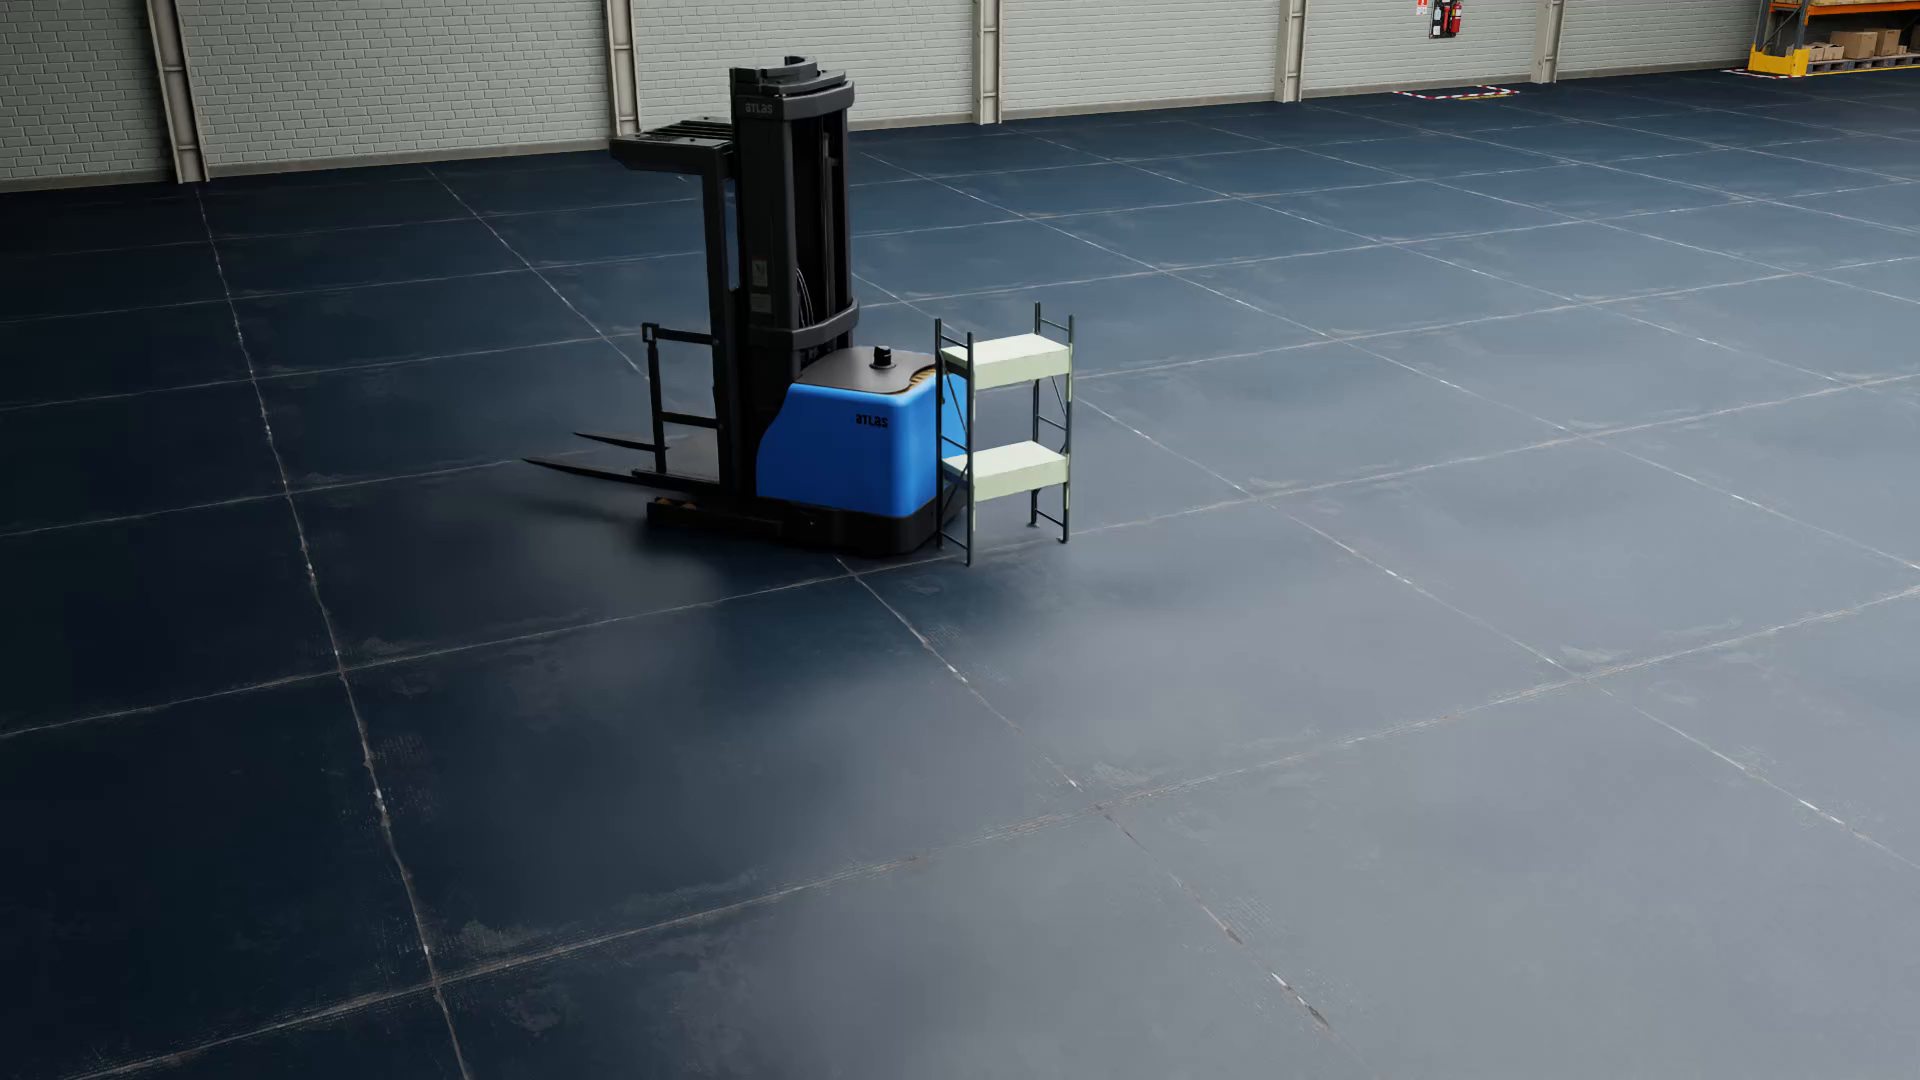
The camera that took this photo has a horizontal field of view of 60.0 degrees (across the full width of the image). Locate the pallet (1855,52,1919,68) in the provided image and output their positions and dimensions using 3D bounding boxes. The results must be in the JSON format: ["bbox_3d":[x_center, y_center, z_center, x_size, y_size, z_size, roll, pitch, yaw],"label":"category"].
[{"bbox_3d":[19.416,-10.065,34.790,1.213,0.211,1.003,-10,25,-24],"label":"pallet"}]

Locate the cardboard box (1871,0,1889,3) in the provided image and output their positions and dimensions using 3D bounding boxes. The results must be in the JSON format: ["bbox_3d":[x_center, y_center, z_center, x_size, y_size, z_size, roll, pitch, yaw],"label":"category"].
[{"bbox_3d":[18.359,-10.982,33.528,0.500,0.250,0.500,-10,25,-23],"label":"cardboard box"}]

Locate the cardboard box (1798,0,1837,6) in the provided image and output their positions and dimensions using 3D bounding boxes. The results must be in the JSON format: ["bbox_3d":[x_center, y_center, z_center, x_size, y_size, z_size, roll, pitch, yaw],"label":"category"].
[{"bbox_3d":[16.979,-10.725,32.909,0.500,0.250,0.500,-11,25,-25],"label":"cardboard box"}]

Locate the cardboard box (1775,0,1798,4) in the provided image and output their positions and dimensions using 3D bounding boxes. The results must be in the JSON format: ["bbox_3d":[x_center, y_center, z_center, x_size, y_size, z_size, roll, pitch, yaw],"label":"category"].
[{"bbox_3d":[16.739,-10.898,33.326,0.500,0.250,0.500,-10,25,-23],"label":"cardboard box"}]

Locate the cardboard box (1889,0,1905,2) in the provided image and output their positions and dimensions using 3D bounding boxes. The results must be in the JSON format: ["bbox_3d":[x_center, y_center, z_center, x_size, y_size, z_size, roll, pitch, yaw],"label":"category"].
[{"bbox_3d":[18.812,-11.066,33.731,0.500,0.250,0.500,-11,25,-24],"label":"cardboard box"}]

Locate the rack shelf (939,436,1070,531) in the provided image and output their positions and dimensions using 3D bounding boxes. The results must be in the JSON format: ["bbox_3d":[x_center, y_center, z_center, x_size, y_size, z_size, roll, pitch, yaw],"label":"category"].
[{"bbox_3d":[0.275,-0.363,10.519,0.720,0.370,0.431,-14,26,-29],"label":"rack shelf"}]

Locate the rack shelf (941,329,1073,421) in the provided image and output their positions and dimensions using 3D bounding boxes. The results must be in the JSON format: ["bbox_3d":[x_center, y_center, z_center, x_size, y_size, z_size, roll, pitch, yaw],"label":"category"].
[{"bbox_3d":[0.275,-1.025,10.246,0.720,0.370,0.431,-14,26,-29],"label":"rack shelf"}]

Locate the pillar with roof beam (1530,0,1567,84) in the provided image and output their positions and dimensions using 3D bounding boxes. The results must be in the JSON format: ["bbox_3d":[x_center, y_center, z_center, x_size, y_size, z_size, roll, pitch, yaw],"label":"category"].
[{"bbox_3d":[13.118,-11.521,26.817,0.400,9.000,9.100,-10,25,-24],"label":"pillar with roof beam"}]

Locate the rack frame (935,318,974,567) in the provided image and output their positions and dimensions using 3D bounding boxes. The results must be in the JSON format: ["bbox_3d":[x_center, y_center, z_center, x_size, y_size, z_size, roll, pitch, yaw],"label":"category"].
[{"bbox_3d":[-0.034,-0.590,10.215,0.023,1.500,0.400,-14,26,-29],"label":"rack frame"}]

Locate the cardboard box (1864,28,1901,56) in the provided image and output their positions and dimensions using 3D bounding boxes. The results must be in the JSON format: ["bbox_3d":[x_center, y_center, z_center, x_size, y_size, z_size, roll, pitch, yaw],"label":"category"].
[{"bbox_3d":[19.088,-10.340,34.500,0.500,0.500,0.500,-12,26,-28],"label":"cardboard box"}]

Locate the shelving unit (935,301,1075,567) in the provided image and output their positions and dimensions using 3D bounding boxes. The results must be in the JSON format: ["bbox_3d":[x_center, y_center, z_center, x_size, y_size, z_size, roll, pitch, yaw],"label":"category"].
[{"bbox_3d":[0.275,-0.665,10.395,0.755,1.500,0.431,-14,26,-29],"label":"shelving unit"}]

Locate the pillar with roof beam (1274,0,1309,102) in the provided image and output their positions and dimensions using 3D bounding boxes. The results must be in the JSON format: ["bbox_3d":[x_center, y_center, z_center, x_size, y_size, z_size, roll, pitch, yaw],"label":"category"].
[{"bbox_3d":[7.712,-10.526,24.413,0.400,9.000,9.100,-10,25,-24],"label":"pillar with roof beam"}]

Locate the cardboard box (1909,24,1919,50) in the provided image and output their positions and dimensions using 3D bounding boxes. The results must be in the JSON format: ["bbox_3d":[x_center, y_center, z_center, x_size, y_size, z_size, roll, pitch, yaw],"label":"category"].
[{"bbox_3d":[20.662,-10.654,35.258,0.500,0.500,0.700,-10,24,-22],"label":"cardboard box"}]

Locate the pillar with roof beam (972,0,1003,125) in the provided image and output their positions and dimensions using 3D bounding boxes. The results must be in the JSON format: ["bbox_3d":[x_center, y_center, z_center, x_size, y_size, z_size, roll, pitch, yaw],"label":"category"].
[{"bbox_3d":[2.306,-9.531,22.009,0.400,9.000,9.100,-10,25,-24],"label":"pillar with roof beam"}]

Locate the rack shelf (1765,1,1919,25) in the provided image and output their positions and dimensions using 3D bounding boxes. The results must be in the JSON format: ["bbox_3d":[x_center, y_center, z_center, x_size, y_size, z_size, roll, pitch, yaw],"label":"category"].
[{"bbox_3d":[18.204,-10.813,33.892,4.000,0.370,1.077,-10,25,-24],"label":"rack shelf"}]

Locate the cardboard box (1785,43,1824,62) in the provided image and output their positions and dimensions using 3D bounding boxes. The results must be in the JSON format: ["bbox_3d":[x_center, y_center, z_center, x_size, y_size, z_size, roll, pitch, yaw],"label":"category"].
[{"bbox_3d":[17.064,-9.859,33.585,0.500,0.311,0.500,-14,26,-30],"label":"cardboard box"}]

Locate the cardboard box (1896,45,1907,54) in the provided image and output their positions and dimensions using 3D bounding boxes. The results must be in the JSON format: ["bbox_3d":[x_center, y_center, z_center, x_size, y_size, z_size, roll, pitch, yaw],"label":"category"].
[{"bbox_3d":[19.537,-10.273,34.774,0.250,0.166,0.380,-14,26,-30],"label":"cardboard box"}]

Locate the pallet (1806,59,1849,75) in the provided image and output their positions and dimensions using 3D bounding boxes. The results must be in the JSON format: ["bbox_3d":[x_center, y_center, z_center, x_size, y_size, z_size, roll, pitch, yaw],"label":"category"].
[{"bbox_3d":[17.218,-9.661,33.812,1.213,0.211,1.003,-10,25,-24],"label":"pallet"}]

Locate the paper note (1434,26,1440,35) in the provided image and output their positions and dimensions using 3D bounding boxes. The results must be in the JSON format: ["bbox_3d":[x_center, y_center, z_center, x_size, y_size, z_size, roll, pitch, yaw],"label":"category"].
[{"bbox_3d":[8.818,-9.424,30.745,0.142,0.148,0.016,-10,25,-24],"label":"paper note"}]

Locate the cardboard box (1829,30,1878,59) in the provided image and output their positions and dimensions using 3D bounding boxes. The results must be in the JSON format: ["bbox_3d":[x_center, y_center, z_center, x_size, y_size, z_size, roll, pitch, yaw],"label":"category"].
[{"bbox_3d":[18.261,-10.145,34.030,0.500,0.500,0.700,-12,25,-27],"label":"cardboard box"}]

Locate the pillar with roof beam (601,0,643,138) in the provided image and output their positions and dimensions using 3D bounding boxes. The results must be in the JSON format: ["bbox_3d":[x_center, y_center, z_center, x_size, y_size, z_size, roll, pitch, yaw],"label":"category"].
[{"bbox_3d":[-3.101,-8.535,19.604,0.400,9.000,9.100,-10,25,-24],"label":"pillar with roof beam"}]

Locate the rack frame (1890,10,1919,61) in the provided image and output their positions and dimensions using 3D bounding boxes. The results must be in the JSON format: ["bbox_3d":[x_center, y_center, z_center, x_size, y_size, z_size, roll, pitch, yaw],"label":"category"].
[{"bbox_3d":[20.006,-11.477,34.555,0.127,3.000,1.000,-10,25,-24],"label":"rack frame"}]

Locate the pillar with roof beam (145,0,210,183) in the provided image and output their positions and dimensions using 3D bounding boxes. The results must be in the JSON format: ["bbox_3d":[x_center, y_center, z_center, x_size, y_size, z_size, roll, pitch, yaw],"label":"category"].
[{"bbox_3d":[-8.507,-7.540,17.200,0.400,9.000,9.100,-10,25,-24],"label":"pillar with roof beam"}]

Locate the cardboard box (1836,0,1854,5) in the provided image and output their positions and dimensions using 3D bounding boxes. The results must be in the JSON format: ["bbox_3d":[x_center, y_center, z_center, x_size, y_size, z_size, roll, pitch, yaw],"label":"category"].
[{"bbox_3d":[17.441,-10.816,33.129,0.500,0.250,0.500,-11,25,-25],"label":"cardboard box"}]

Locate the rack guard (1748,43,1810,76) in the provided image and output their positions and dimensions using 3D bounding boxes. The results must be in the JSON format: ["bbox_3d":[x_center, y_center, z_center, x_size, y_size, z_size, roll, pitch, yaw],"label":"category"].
[{"bbox_3d":[16.470,-9.672,33.461,0.348,0.500,1.175,-10,25,-24],"label":"rack guard"}]

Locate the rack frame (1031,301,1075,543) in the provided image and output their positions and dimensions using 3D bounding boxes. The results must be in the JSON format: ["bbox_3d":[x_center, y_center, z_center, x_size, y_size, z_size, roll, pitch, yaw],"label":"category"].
[{"bbox_3d":[0.585,-0.739,10.575,0.023,1.500,0.400,-14,26,-29],"label":"rack frame"}]

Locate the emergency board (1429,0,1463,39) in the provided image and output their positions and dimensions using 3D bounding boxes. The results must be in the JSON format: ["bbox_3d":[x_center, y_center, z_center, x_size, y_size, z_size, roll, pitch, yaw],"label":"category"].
[{"bbox_3d":[9.008,-9.836,30.590,0.643,1.169,0.194,-10,25,-24],"label":"emergency board"}]

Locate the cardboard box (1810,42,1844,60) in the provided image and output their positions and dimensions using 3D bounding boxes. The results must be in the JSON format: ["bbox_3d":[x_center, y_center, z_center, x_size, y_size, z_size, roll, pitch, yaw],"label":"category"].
[{"bbox_3d":[17.578,-9.953,33.813,0.500,0.311,0.500,-8,24,-19],"label":"cardboard box"}]

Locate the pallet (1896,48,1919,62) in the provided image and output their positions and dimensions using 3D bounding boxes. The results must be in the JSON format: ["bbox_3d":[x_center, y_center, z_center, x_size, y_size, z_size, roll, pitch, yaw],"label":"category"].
[{"bbox_3d":[20.707,-10.319,35.402,1.213,0.211,1.003,-10,25,-24],"label":"pallet"}]

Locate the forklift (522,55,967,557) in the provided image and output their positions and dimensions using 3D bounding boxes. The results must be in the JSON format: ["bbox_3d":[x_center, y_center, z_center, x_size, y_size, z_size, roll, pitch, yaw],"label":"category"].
[{"bbox_3d":[-1.516,-1.601,10.785,3.031,2.935,1.130,9,24,21],"label":"forklift"}]

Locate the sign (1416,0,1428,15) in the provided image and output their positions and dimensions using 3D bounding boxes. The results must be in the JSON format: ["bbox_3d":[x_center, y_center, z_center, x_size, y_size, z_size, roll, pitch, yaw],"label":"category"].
[{"bbox_3d":[8.465,-9.796,30.448,0.234,0.329,0.001,-10,25,-24],"label":"sign"}]

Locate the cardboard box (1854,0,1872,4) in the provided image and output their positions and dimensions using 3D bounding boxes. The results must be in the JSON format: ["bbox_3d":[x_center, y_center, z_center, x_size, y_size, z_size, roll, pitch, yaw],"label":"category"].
[{"bbox_3d":[17.903,-10.899,33.328,0.500,0.250,0.500,-11,25,-24],"label":"cardboard box"}]

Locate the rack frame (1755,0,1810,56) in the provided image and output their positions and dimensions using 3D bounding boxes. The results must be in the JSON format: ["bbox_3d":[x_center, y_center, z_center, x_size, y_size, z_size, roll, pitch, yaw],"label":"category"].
[{"bbox_3d":[16.402,-10.814,32.953,0.127,3.000,1.000,-10,25,-24],"label":"rack frame"}]

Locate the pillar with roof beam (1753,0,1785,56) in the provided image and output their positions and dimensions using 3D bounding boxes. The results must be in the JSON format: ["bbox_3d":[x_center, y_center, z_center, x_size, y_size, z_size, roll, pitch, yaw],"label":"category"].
[{"bbox_3d":[18.525,-12.516,29.222,0.400,9.000,9.100,-10,25,-24],"label":"pillar with roof beam"}]

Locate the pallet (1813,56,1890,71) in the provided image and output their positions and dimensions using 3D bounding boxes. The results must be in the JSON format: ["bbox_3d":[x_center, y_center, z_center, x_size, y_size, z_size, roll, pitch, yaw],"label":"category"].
[{"bbox_3d":[18.316,-9.862,34.298,1.213,0.211,1.003,-10,25,-24],"label":"pallet"}]
